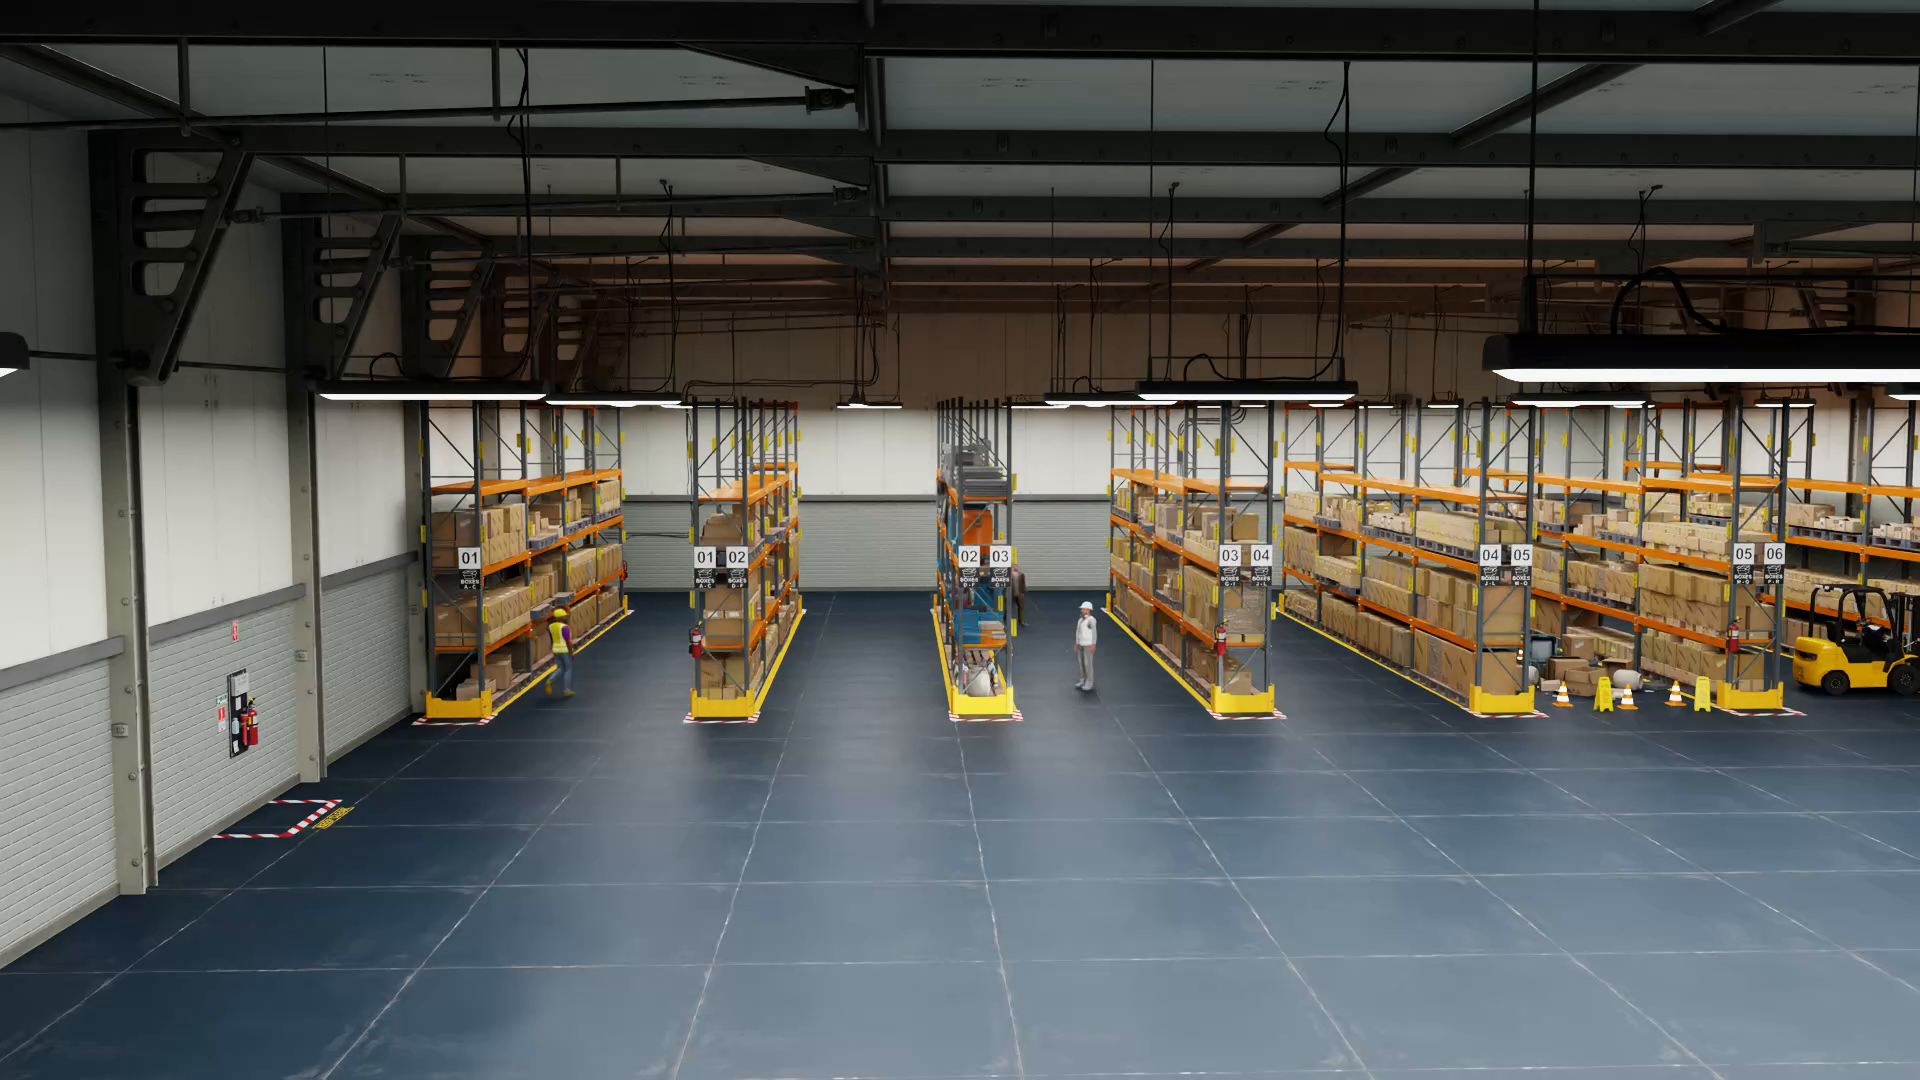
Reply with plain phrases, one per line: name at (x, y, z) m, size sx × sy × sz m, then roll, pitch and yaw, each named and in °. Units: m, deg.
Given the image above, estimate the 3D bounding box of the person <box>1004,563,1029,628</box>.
person at (1.483, 1.452, 44.188) m, size 0.666 × 1.722 × 1.082 m, roll -2°, pitch 5°, yaw -22°

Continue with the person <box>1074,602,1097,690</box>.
person at (2.580, 2.178, 34.461) m, size 0.406 × 1.790 × 0.563 m, roll -2°, pitch 5°, yaw -27°

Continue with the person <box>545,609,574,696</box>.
person at (-7.992, 2.258, 33.319) m, size 0.601 × 1.756 × 0.649 m, roll 2°, pitch 5°, yaw 28°

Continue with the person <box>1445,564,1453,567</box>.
person at (13.047, 1.455, 44.463) m, size 0.417 × 1.689 × 0.514 m, roll 1°, pitch 4°, yaw 11°
